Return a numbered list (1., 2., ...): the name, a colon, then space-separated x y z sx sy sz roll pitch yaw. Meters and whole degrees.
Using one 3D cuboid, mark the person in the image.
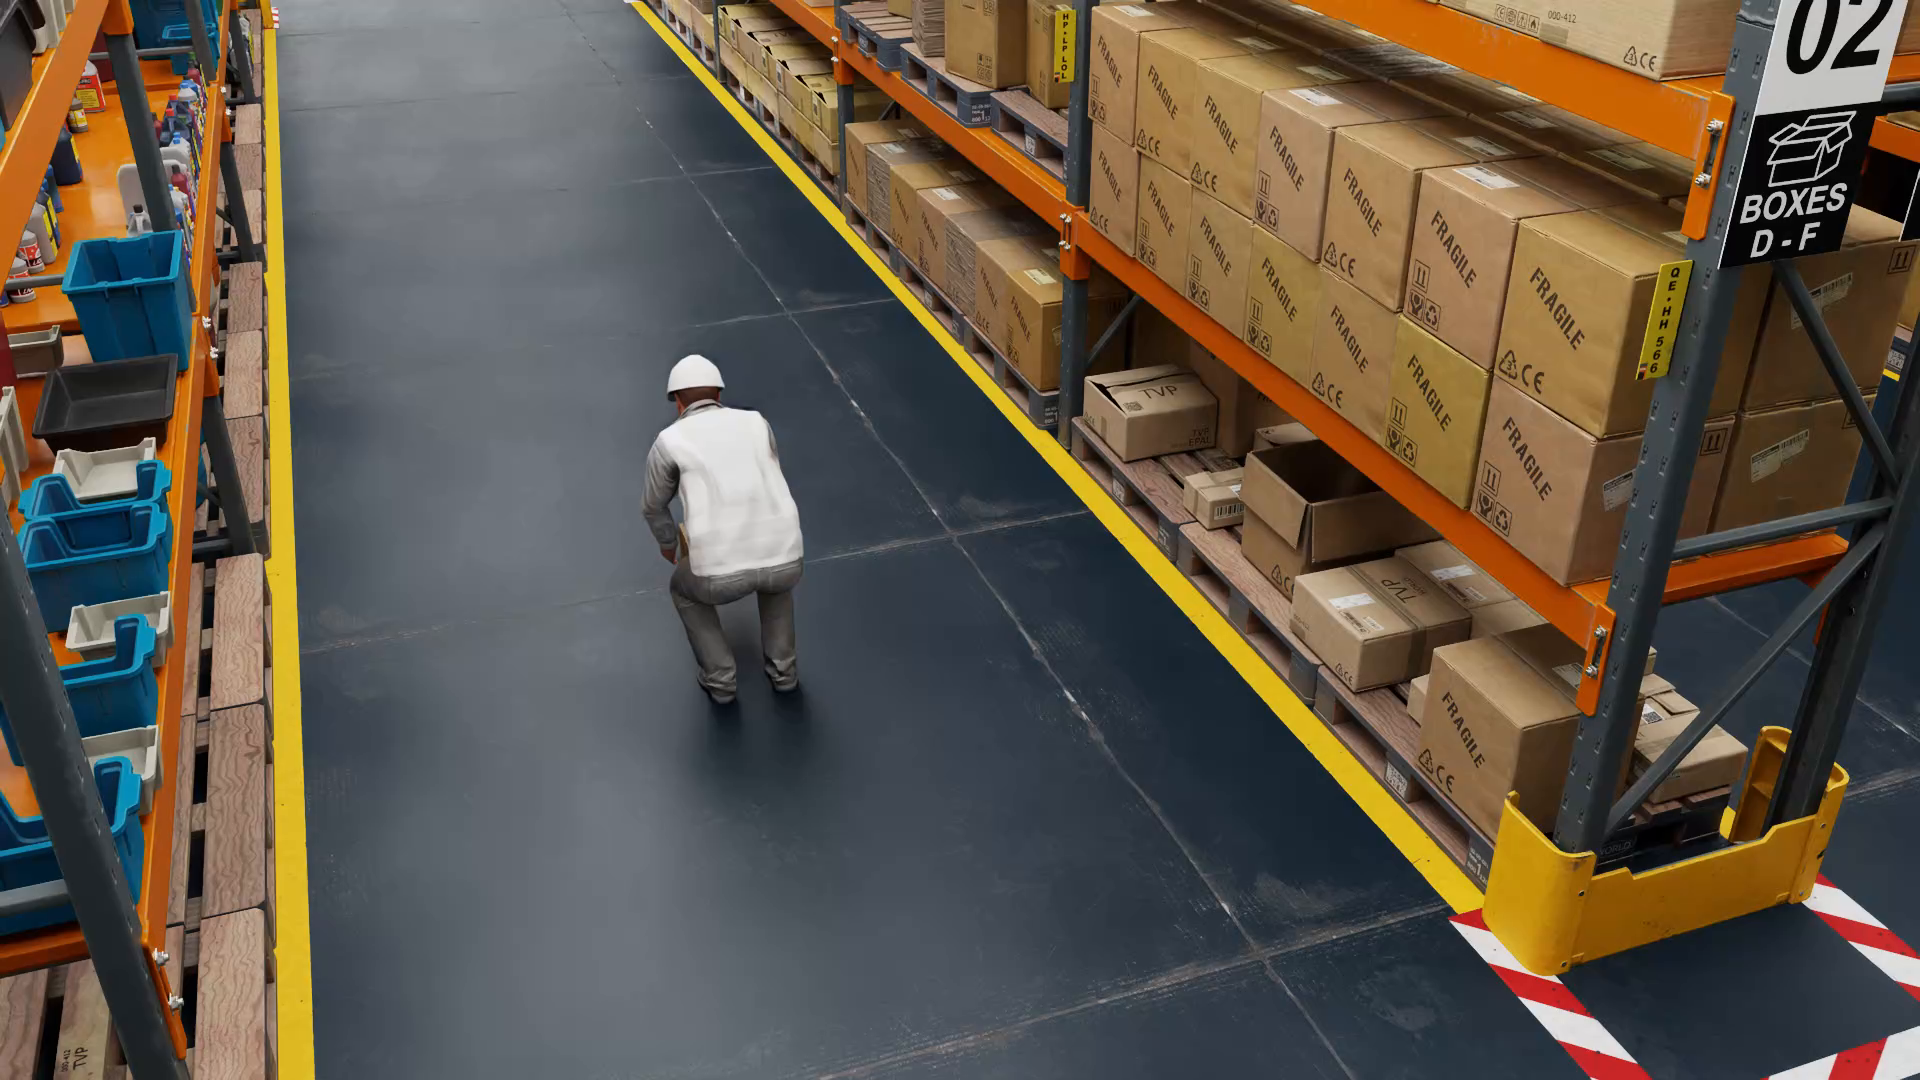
1. person: -0.943 -0.018 6.610 0.586 1.304 0.820 -10 31 -17
